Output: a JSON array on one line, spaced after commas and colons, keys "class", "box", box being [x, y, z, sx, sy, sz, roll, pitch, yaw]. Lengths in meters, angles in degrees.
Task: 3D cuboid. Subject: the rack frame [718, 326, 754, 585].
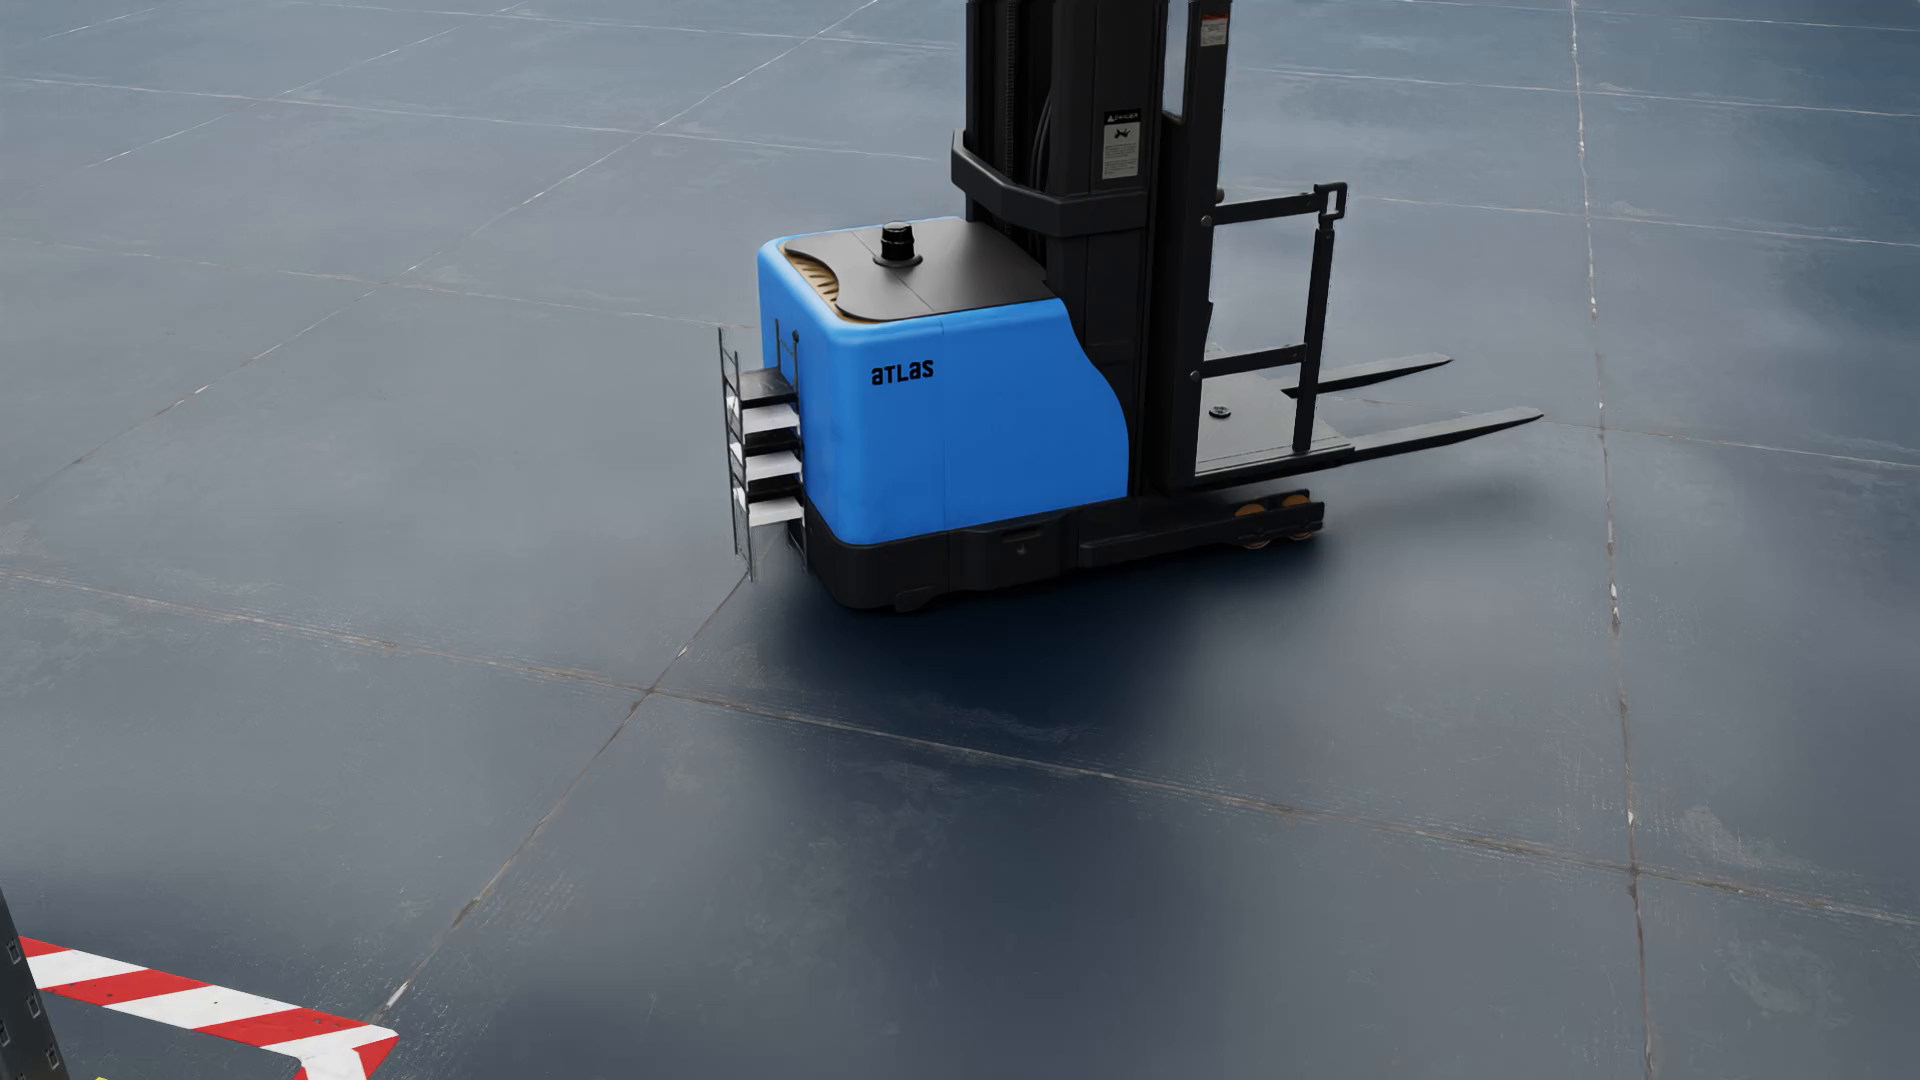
[{"class": "rack frame", "box": [-0.786, -0.287, 5.840, 0.006, 0.900, 0.240, -11, 31, -19]}]

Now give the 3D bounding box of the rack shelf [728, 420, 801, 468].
[{"class": "rack shelf", "box": [-0.692, -0.354, 5.845, 0.200, 0.077, 0.258, -11, 31, -19]}]

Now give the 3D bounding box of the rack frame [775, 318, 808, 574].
[{"class": "rack frame", "box": [-0.597, -0.323, 5.905, 0.006, 0.900, 0.240, -11, 31, -19]}]

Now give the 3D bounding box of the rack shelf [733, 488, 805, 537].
[{"class": "rack shelf", "box": [-0.692, -0.118, 5.976, 0.200, 0.077, 0.258, -11, 31, -19]}]

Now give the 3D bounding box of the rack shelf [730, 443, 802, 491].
[{"class": "rack shelf", "box": [-0.692, -0.276, 5.889, 0.200, 0.077, 0.258, -11, 31, -19]}]

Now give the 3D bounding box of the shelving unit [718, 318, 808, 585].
[{"class": "shelving unit", "box": [-0.692, -0.305, 5.872, 0.210, 0.900, 0.258, -11, 31, -19]}]

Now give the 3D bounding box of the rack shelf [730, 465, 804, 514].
[{"class": "rack shelf", "box": [-0.692, -0.197, 5.932, 0.200, 0.077, 0.258, -11, 31, -19]}]

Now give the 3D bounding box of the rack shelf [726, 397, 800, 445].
[{"class": "rack shelf", "box": [-0.692, -0.433, 5.801, 0.200, 0.077, 0.258, -11, 31, -19]}]

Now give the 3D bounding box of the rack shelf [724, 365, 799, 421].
[{"class": "rack shelf", "box": [-0.692, -0.512, 5.757, 0.200, 0.077, 0.258, -11, 31, -19]}]

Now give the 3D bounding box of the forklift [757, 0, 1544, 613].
[{"class": "forklift", "box": [0.825, -1.473, 5.884, 3.031, 2.935, 1.130, -11, 31, -19]}]
